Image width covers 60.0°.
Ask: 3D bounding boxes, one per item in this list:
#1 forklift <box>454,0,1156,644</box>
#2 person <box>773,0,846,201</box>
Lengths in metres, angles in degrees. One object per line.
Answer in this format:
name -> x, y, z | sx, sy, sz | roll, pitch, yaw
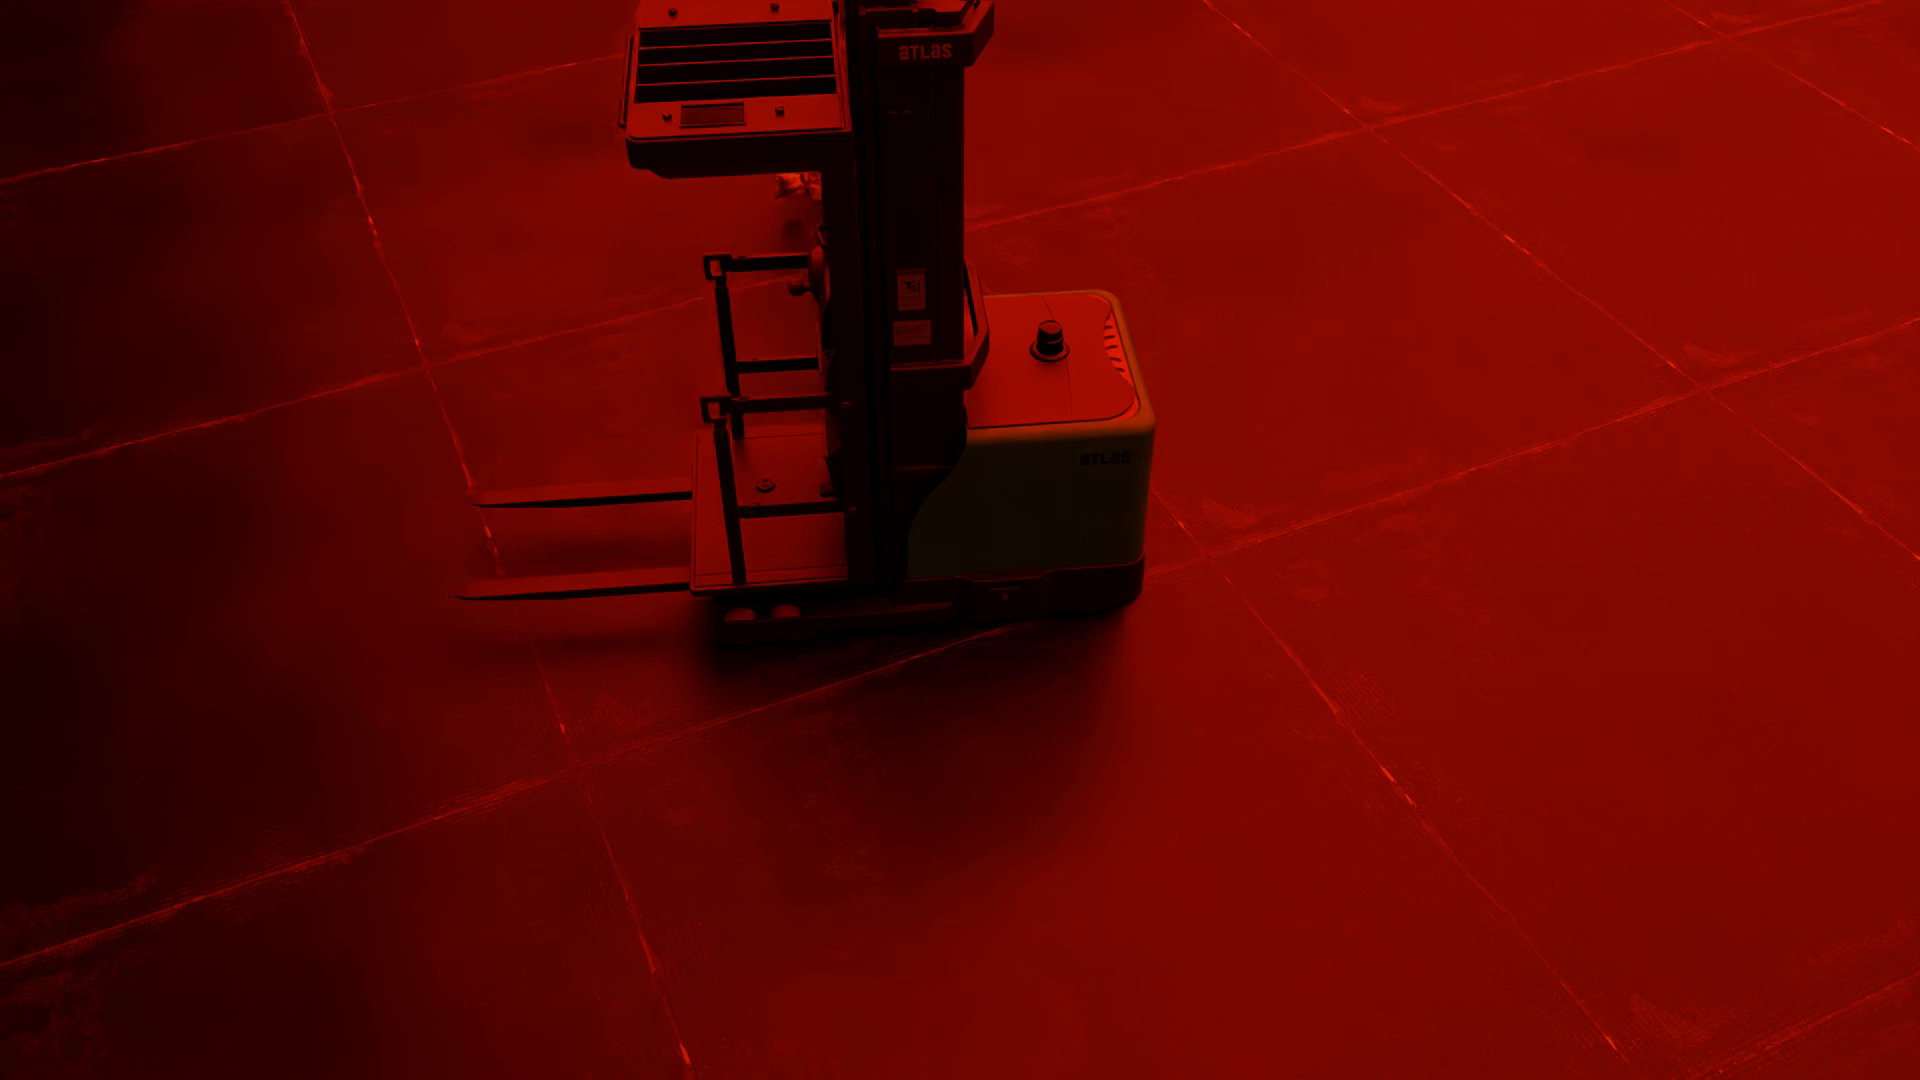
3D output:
forklift -> -0.730, -0.993, 6.744 | 3.031, 2.935, 1.130 | -4, 43, -4
person -> -0.923, -2.710, 9.440 | 0.767, 1.764, 0.494 | -13, 45, -14
